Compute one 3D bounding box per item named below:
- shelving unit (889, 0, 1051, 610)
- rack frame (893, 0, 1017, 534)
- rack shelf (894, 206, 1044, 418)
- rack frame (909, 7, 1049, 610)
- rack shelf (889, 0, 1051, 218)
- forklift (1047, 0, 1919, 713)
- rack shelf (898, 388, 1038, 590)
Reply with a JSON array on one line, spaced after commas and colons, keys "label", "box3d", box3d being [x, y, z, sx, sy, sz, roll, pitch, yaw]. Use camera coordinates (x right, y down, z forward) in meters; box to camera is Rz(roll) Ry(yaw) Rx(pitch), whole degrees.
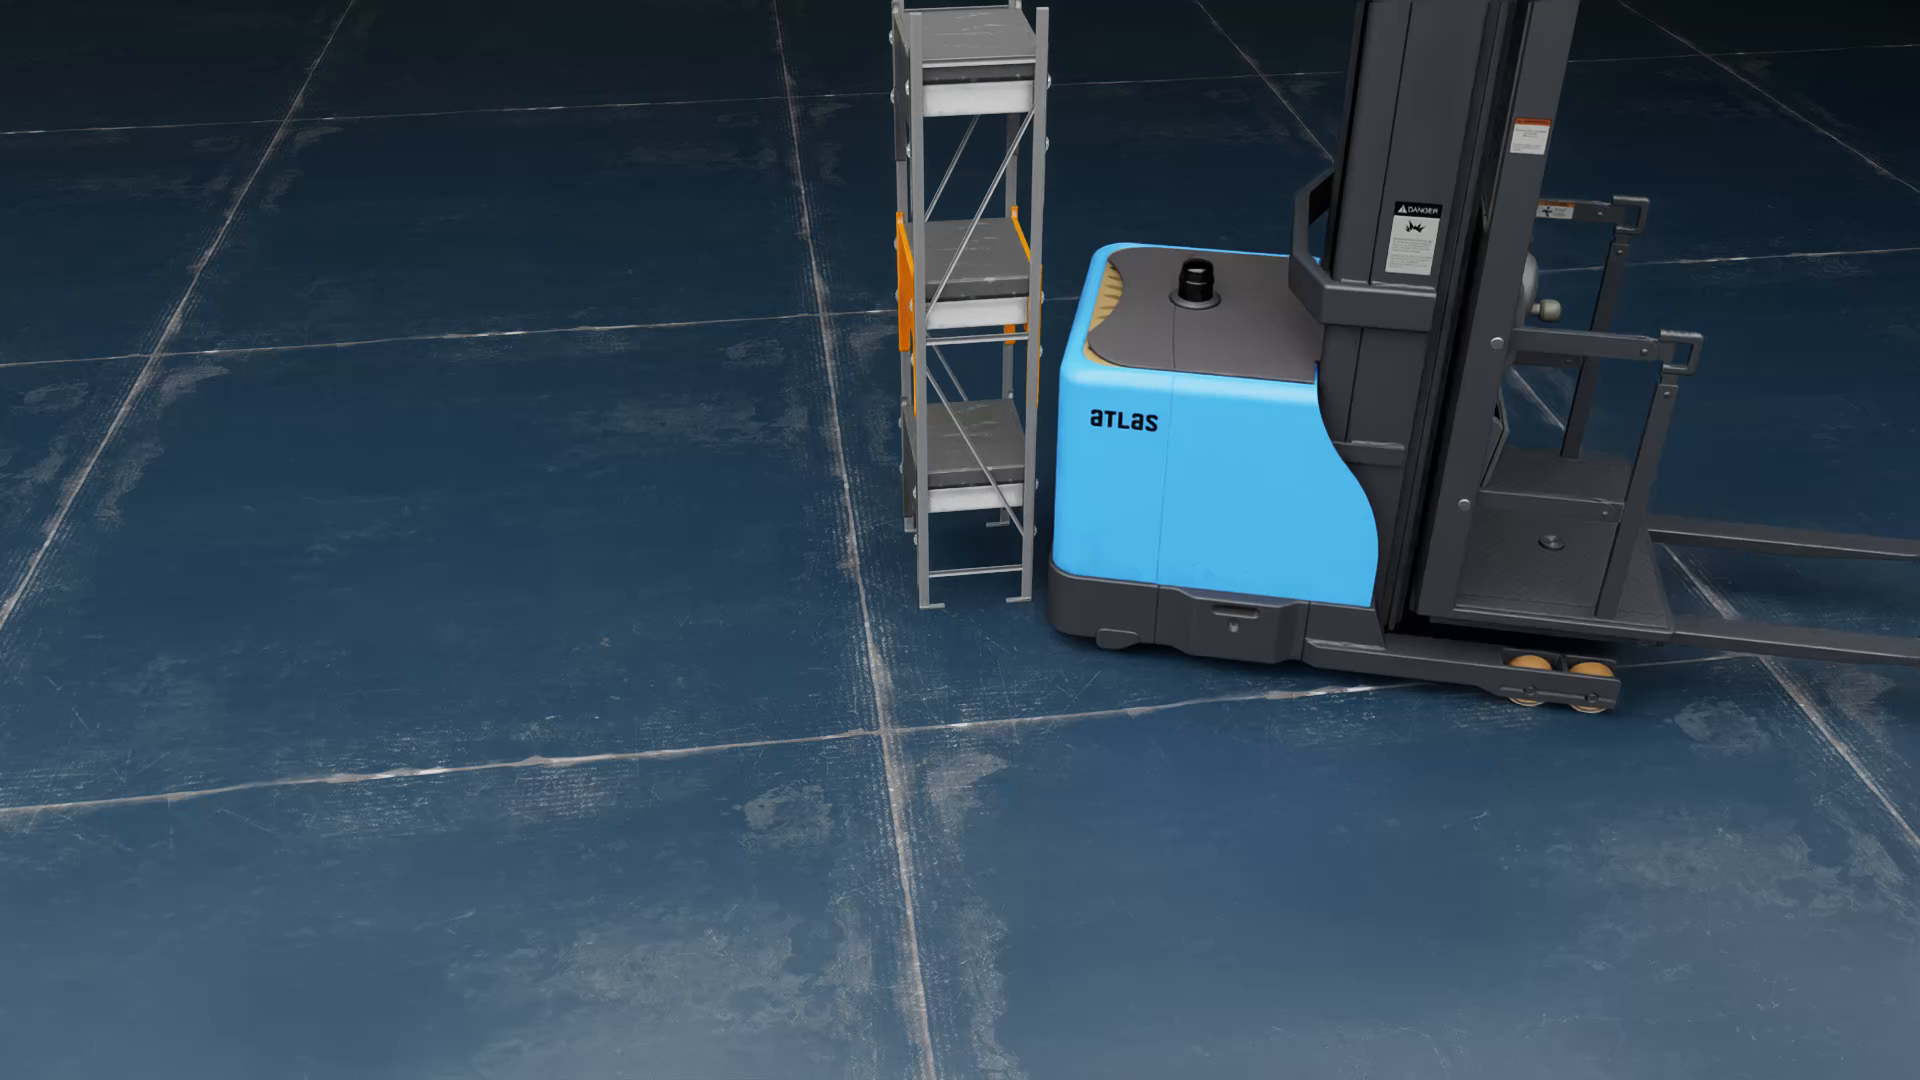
[{"label": "shelving unit", "box3d": [0.022, -0.775, 5.523, 0.431, 2.100, 0.503, -4, 35, -6]}, {"label": "rack frame", "box3d": [-0.011, -0.911, 5.723, 0.400, 2.100, 0.015, -4, 35, -6]}, {"label": "rack shelf", "box3d": [0.022, -0.764, 5.531, 0.431, 0.518, 0.480, -4, 35, -6]}, {"label": "rack frame", "box3d": [0.055, -0.639, 5.323, 0.400, 2.100, 0.015, -4, 35, -6]}, {"label": "rack shelf", "box3d": [0.022, -1.342, 5.137, 0.431, 0.518, 0.480, -4, 35, -6]}, {"label": "forklift", "box3d": [1.867, -0.973, 5.075, 3.031, 2.935, 1.130, 6, 35, 9]}, {"label": "rack shelf", "box3d": [0.022, -0.186, 5.925, 0.431, 0.518, 0.480, -4, 35, -6]}]
